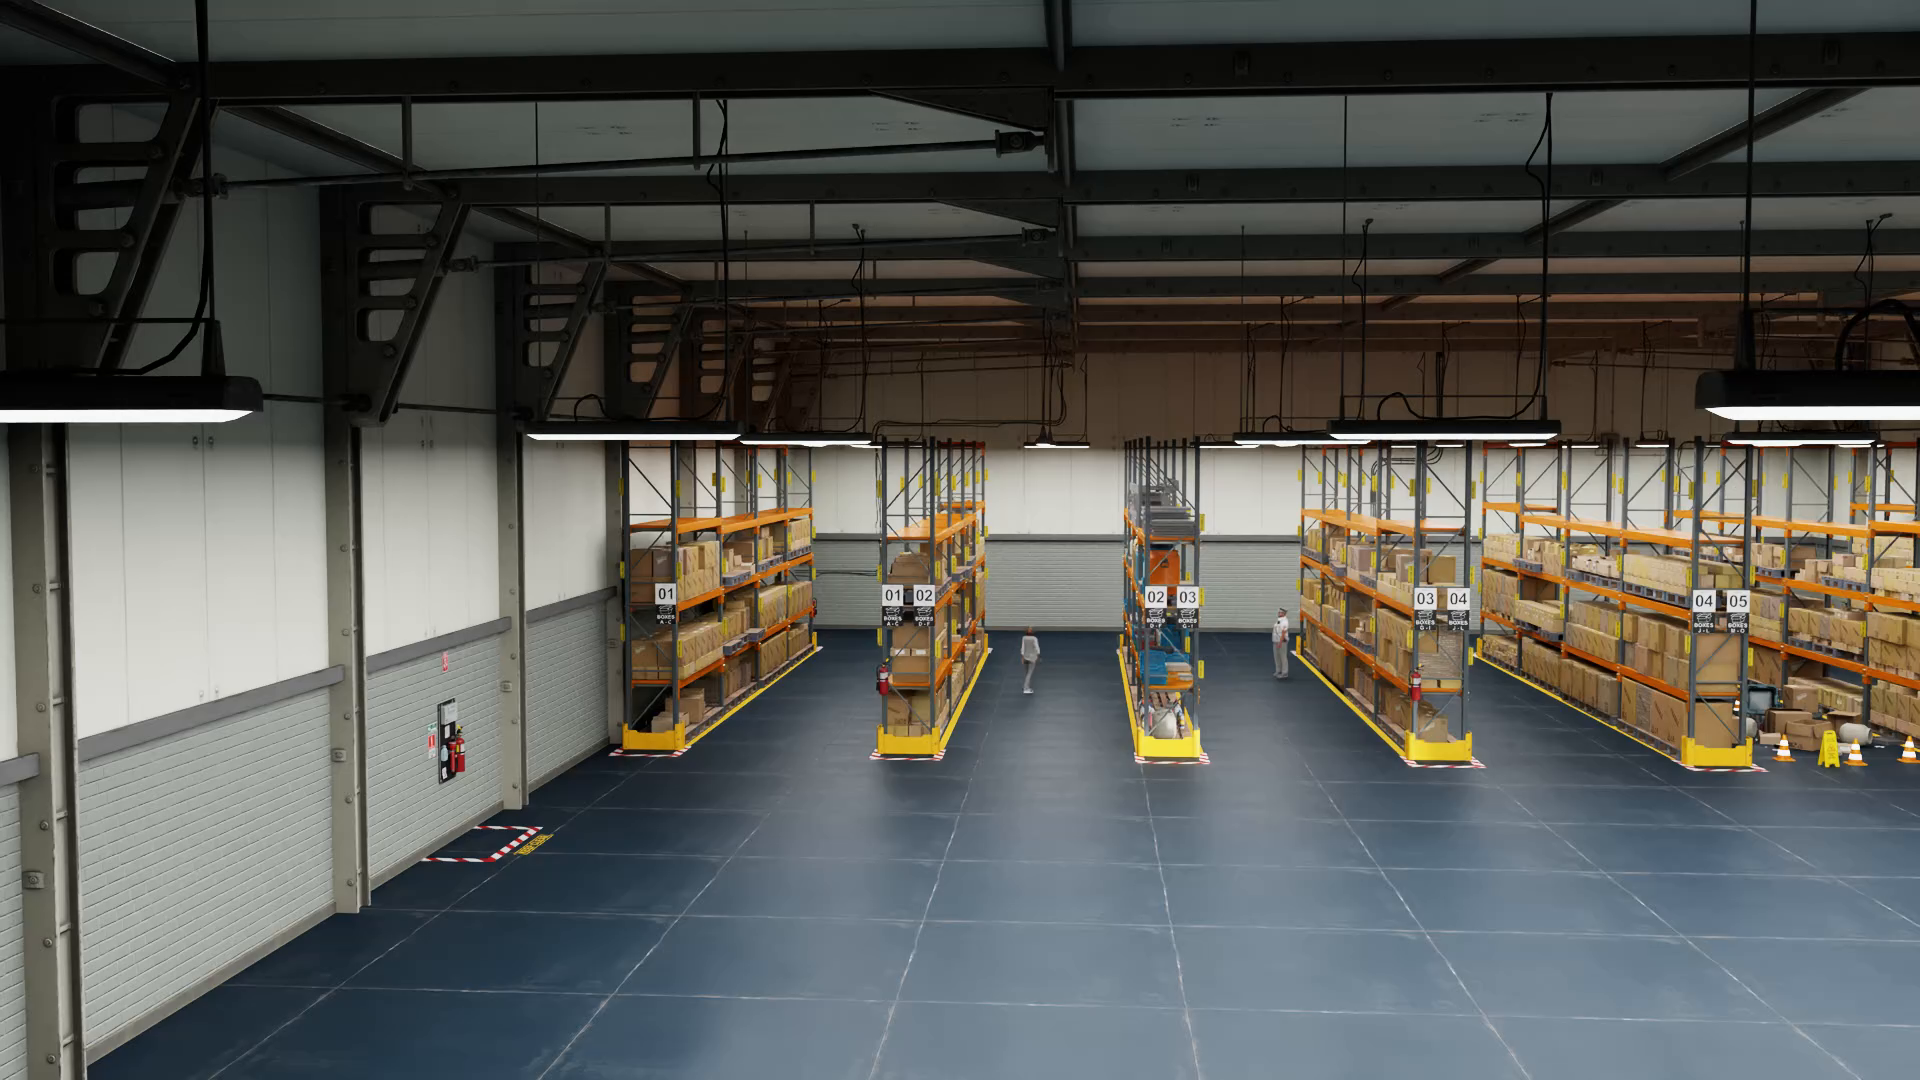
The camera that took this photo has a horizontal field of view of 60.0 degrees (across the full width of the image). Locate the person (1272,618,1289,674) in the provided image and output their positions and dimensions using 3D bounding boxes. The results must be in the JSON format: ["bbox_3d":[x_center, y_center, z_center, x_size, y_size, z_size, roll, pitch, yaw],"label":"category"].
[{"bbox_3d":[8.140,2.673,42.220,0.435,1.425,0.481,-1,3,-22],"label":"person"}]

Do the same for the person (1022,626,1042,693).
[{"bbox_3d":[1.673,2.847,39.215,0.406,1.640,0.581,3,4,43],"label":"person"}]
